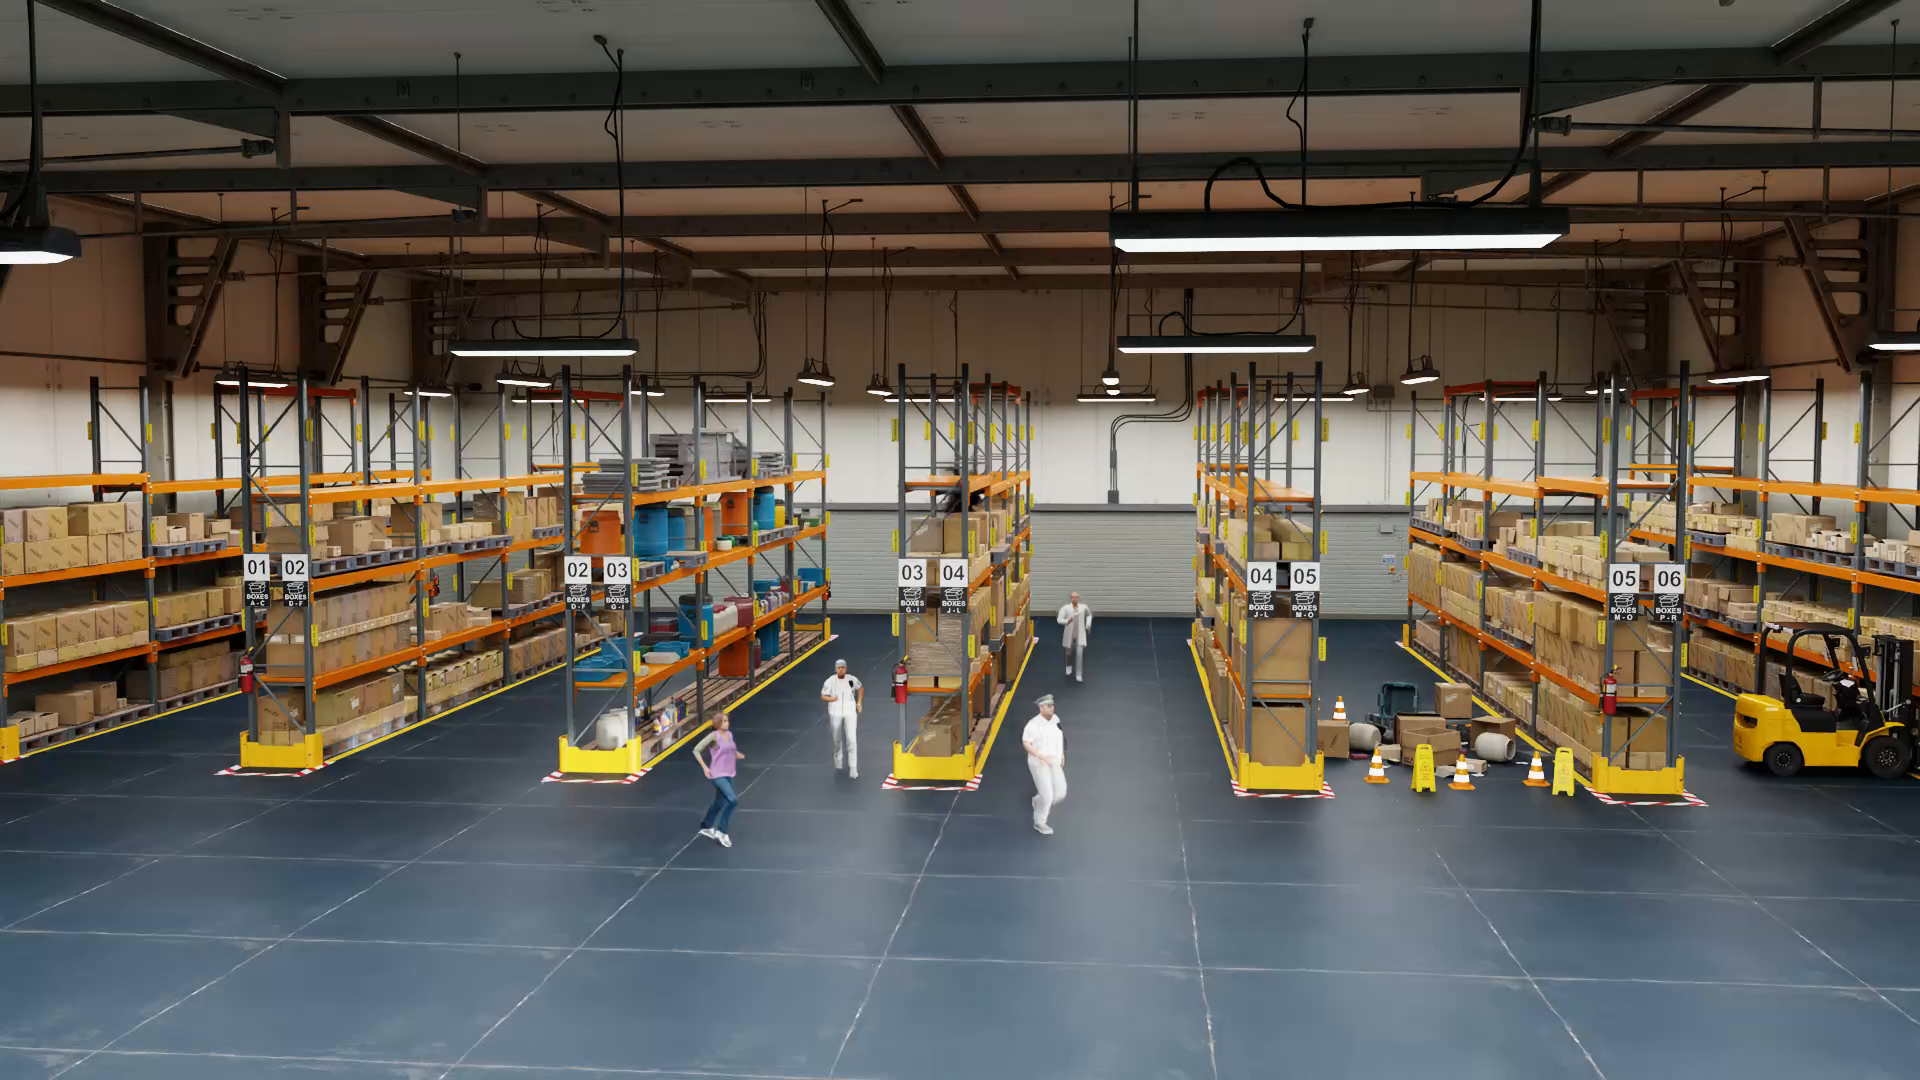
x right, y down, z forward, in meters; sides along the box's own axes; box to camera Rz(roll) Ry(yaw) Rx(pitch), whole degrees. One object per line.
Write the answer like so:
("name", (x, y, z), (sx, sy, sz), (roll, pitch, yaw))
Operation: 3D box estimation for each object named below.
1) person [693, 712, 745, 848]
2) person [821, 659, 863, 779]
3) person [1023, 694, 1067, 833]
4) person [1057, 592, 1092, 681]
("person", (-2.900, 2.905, 20.218), (0.694, 1.630, 0.502), (2, 4, 26))
("person", (-1.731, 2.595, 24.408), (0.615, 1.716, 0.727), (0, 4, -2))
("person", (1.077, 2.793, 20.928), (0.699, 1.739, 0.601), (-4, 5, -44))
("person", (2.327, 1.931, 33.718), (0.714, 1.755, 1.049), (0, 4, 1))
